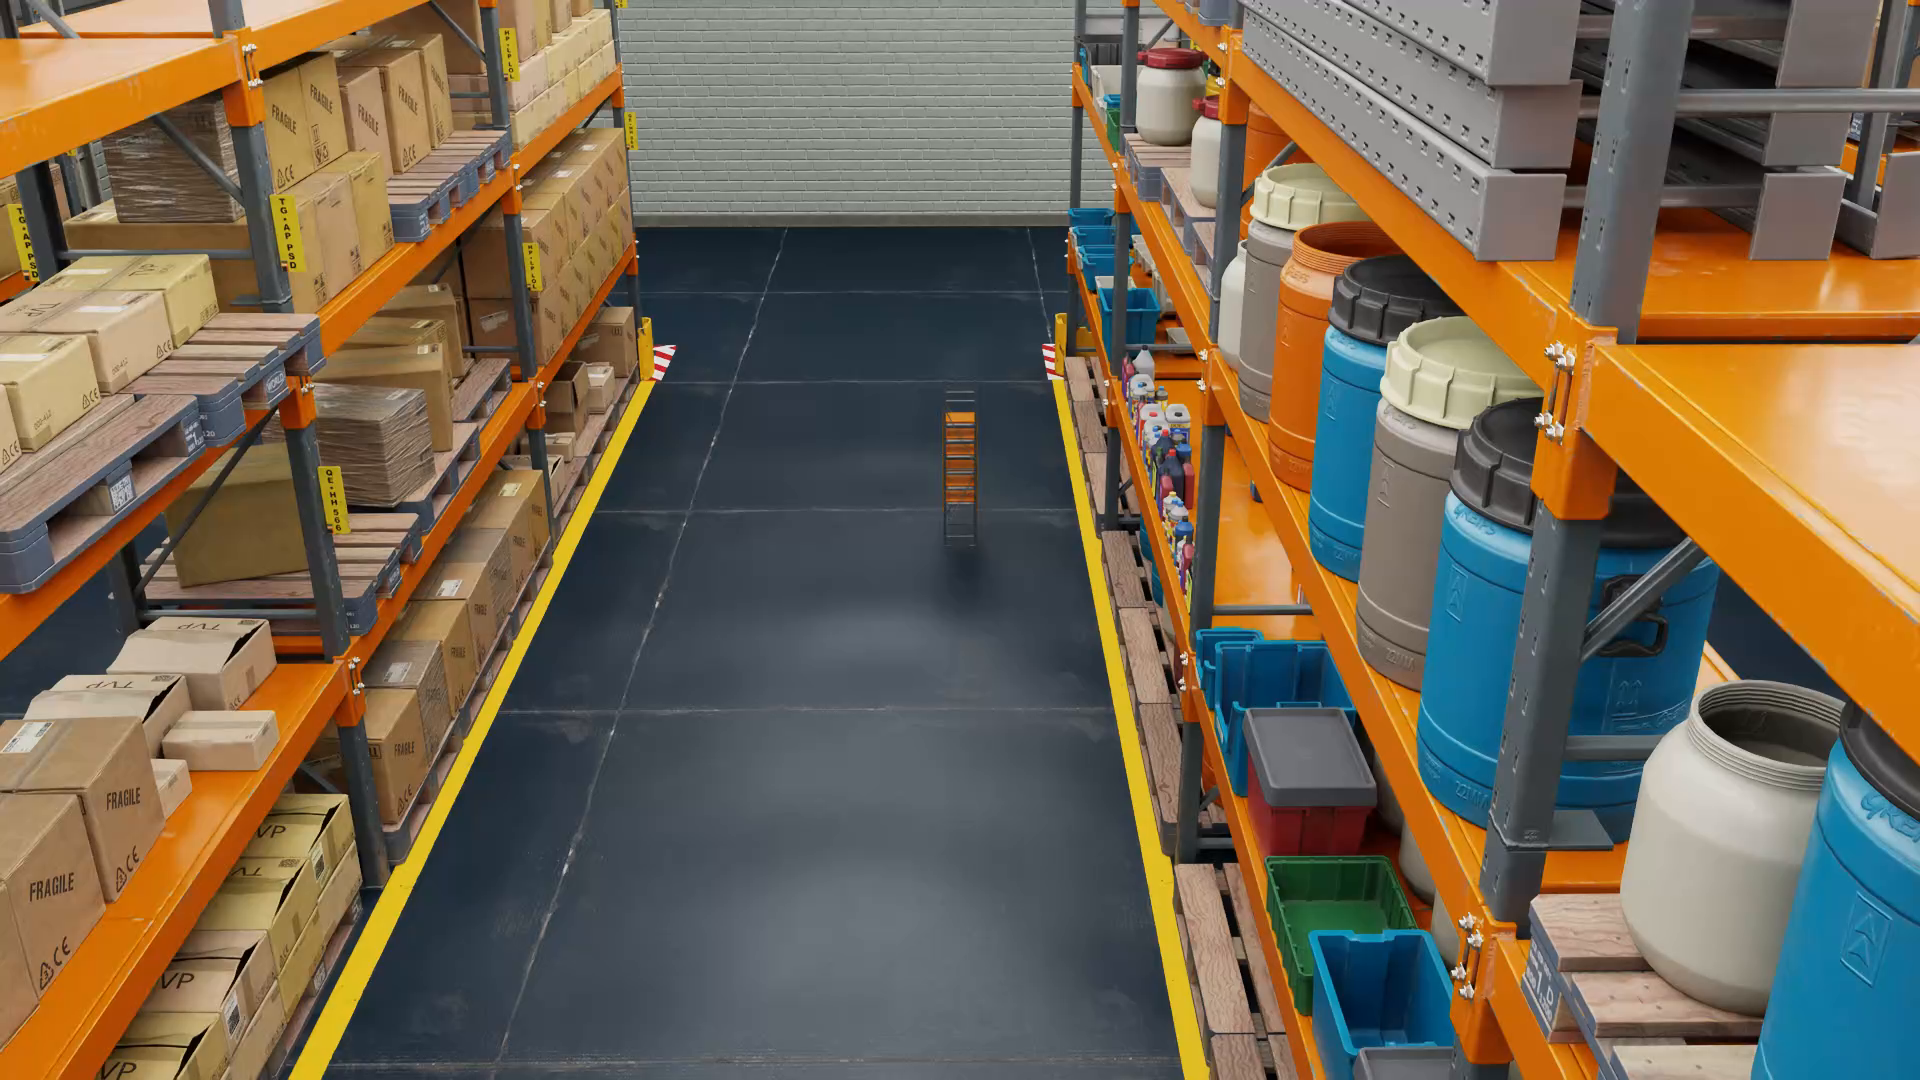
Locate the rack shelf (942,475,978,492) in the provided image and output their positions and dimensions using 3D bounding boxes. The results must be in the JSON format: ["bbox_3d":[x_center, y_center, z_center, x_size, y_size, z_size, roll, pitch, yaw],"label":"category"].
[{"bbox_3d":[0.000,-0.391,11.941,0.258,0.103,0.180,0,24,-1],"label":"rack shelf"}]

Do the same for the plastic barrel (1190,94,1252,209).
[{"bbox_3d":[1.413,-2.017,8.638,0.433,0.535,0.433,0,24,0],"label":"plastic barrel"}]

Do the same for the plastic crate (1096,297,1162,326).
[{"bbox_3d":[1.258,-1.677,12.463,0.437,0.125,0.590,0,24,-1],"label":"plastic crate"}]

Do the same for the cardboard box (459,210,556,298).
[{"bbox_3d":[-3.138,-1.991,11.561,0.500,0.500,0.500,0,24,1],"label":"cardboard box"}]

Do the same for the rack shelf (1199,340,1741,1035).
[{"bbox_3d":[1.604,0.118,5.465,1.077,0.370,4.000,0,24,-1],"label":"rack shelf"}]

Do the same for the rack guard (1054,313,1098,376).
[{"bbox_3d":[1.482,-1.834,15.582,1.175,0.500,0.348,0,24,-1],"label":"rack guard"}]

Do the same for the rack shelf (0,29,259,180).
[{"bbox_3d":[-3.349,-1.045,4.883,1.077,0.370,4.000,0,24,-1],"label":"rack shelf"}]

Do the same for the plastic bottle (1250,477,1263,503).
[{"bbox_3d":[1.738,-0.405,9.449,0.144,0.351,0.185,0,24,-1],"label":"plastic bottle"}]

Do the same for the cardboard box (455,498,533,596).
[{"bbox_3d":[-3.125,0.050,10.883,0.500,0.500,0.500,0,24,0],"label":"cardboard box"}]

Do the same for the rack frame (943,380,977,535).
[{"bbox_3d":[-0.001,-0.578,11.956,0.240,1.200,0.006,0,24,-1],"label":"rack frame"}]

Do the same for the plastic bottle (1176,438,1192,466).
[{"bbox_3d":[1.296,-0.459,9.665,0.097,0.271,0.097,0,24,0],"label":"plastic bottle"}]

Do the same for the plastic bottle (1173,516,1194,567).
[{"bbox_3d":[1.164,0.004,8.641,0.097,0.271,0.097,0,24,0],"label":"plastic bottle"}]

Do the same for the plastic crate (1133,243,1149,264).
[{"bbox_3d":[1.674,-2.416,14.082,0.396,0.136,0.243,0,24,-1],"label":"plastic crate"}]

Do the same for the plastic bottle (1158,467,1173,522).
[{"bbox_3d":[1.139,-0.249,9.186,0.061,0.283,0.133,0,24,-1],"label":"plastic bottle"}]

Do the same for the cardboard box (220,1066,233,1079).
[{"bbox_3d":[-3.101,2.263,6.318,0.500,0.250,0.500,0,24,0],"label":"cardboard box"}]

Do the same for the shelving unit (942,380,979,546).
[{"bbox_3d":[0.000,-0.541,11.873,0.258,1.200,0.189,0,24,-1],"label":"shelving unit"}]

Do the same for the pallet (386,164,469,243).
[{"bbox_3d":[-3.463,-1.879,9.236,1.213,0.211,1.003,0,24,-1],"label":"pallet"}]

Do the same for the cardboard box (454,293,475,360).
[{"bbox_3d":[-3.676,-1.545,11.788,0.500,0.500,0.500,0,24,0],"label":"cardboard box"}]

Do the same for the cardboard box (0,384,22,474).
[{"bbox_3d":[-3.286,-0.276,5.135,0.500,0.250,0.500,-2,24,-5],"label":"cardboard box"}]

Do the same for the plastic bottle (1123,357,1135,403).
[{"bbox_3d":[1.118,-1.054,10.965,0.061,0.283,0.133,0,24,-1],"label":"plastic bottle"}]

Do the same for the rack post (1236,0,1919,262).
[{"bbox_3d":[1.519,-1.654,4.628,1.013,1.000,3.121,0,24,-1],"label":"rack post"}]

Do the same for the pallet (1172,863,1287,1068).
[{"bbox_3d":[1.552,1.923,7.625,1.003,0.211,1.213,0,24,-1],"label":"pallet"}]

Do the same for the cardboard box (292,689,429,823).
[{"bbox_3d":[-3.090,1.103,8.553,0.500,0.500,0.500,1,24,2],"label":"cardboard box"}]

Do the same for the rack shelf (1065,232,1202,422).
[{"bbox_3d":[1.517,-1.811,13.372,1.077,0.370,4.000,0,24,-1],"label":"rack shelf"}]

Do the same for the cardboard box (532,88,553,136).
[{"bbox_3d":[-3.173,-3.000,11.669,0.500,0.250,0.500,0,24,-1],"label":"cardboard box"}]

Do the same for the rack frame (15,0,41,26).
[{"bbox_3d":[-8.411,-5.652,13.711,1.000,3.000,0.127,0,24,-1],"label":"rack frame"}]

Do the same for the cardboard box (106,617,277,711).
[{"bbox_3d":[-3.410,0.545,7.397,0.500,0.311,0.500,1,24,3],"label":"cardboard box"}]

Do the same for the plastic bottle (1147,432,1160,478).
[{"bbox_3d":[1.151,-0.499,9.753,0.097,0.271,0.097,0,24,0],"label":"plastic bottle"}]

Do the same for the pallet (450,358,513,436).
[{"bbox_3d":[-3.515,-0.877,10.666,1.003,0.211,1.213,0,24,-1],"label":"pallet"}]

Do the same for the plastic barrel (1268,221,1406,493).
[{"bbox_3d":[1.382,-0.620,5.704,0.600,0.830,0.708,0,24,-1],"label":"plastic barrel"}]

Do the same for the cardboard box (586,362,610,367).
[{"bbox_3d":[-3.291,-1.462,14.630,0.380,0.166,0.250,0,24,-1],"label":"cardboard box"}]

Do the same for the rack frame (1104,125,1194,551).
[{"bbox_3d":[1.539,-1.315,11.401,1.000,3.000,0.127,0,24,-1],"label":"rack frame"}]

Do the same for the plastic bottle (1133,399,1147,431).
[{"bbox_3d":[1.142,-0.793,10.489,0.097,0.201,0.097,0,24,0],"label":"plastic bottle"}]

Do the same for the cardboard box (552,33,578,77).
[{"bbox_3d":[-3.178,-3.640,12.477,0.500,0.250,0.500,0,24,-1],"label":"cardboard box"}]

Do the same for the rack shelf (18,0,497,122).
[{"bbox_3d":[-3.392,-2.694,8.528,1.077,0.370,4.000,0,24,-1],"label":"rack shelf"}]

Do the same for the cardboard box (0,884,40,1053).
[{"bbox_3d":[-3.325,1.423,5.226,0.500,0.500,0.500,1,24,3],"label":"cardboard box"}]

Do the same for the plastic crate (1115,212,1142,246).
[{"bbox_3d":[1.686,-2.870,14.723,0.616,0.435,0.499,0,24,-1],"label":"plastic crate"}]

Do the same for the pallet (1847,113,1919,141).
[{"bbox_3d":[6.493,-3.001,11.596,1.003,0.211,1.213,0,24,-1],"label":"pallet"}]

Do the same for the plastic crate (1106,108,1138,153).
[{"bbox_3d":[1.232,-2.759,11.210,0.450,0.188,0.662,0,24,-1],"label":"plastic crate"}]

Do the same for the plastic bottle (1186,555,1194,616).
[{"bbox_3d":[1.152,0.222,8.145,0.061,0.283,0.133,0,24,-1],"label":"plastic bottle"}]

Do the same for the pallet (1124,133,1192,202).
[{"bbox_3d":[1.645,-2.273,10.109,1.213,0.211,1.003,0,24,-1],"label":"pallet"}]

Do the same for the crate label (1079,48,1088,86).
[{"bbox_3d":[1.182,-3.881,13.614,0.408,0.251,0.502,0,24,-1],"label":"crate label"}]

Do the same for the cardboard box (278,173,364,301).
[{"bbox_3d":[-3.414,-1.448,7.934,0.910,0.500,0.500,0,24,-1],"label":"cardboard box"}]

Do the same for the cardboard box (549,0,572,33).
[{"bbox_3d":[-3.402,-4.187,12.776,0.700,0.500,0.500,0,24,-1],"label":"cardboard box"}]

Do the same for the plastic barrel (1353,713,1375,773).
[{"bbox_3d":[1.807,0.705,6.799,0.421,0.512,0.421,0,24,0],"label":"plastic barrel"}]

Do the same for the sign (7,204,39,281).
[{"bbox_3d":[-3.913,-1.247,6.983,0.100,0.325,0.005,0,24,-1],"label":"sign"}]

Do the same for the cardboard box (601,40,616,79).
[{"bbox_3d":[-3.189,-4.031,13.947,0.500,0.250,0.500,0,24,-1],"label":"cardboard box"}]

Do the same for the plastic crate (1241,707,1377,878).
[{"bbox_3d":[1.294,0.971,6.268,0.402,0.464,0.583,0,24,-1],"label":"plastic crate"}]

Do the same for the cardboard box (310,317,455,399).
[{"bbox_3d":[-3.562,-1.052,10.188,0.700,0.500,0.500,4,25,8],"label":"cardboard box"}]

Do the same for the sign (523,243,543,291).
[{"bbox_3d":[-2.859,-1.826,11.126,0.100,0.325,0.005,0,24,-1],"label":"sign"}]

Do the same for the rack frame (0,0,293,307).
[{"bbox_3d":[-3.370,-2.380,6.475,1.000,3.000,0.127,0,24,-1],"label":"rack frame"}]

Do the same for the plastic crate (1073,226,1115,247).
[{"bbox_3d":[1.176,-2.540,14.240,0.416,0.233,0.300,0,24,-1],"label":"plastic crate"}]

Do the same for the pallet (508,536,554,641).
[{"bbox_3d":[-3.367,0.311,11.189,1.003,0.211,1.213,0,24,-1],"label":"pallet"}]

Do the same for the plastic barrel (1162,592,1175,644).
[{"bbox_3d":[1.452,0.376,10.171,0.421,0.512,0.421,0,24,0],"label":"plastic barrel"}]

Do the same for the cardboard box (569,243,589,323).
[{"bbox_3d":[-3.159,-1.968,12.724,0.500,0.500,0.500,0,24,-1],"label":"cardboard box"}]

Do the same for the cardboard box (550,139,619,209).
[{"bbox_3d":[-3.172,-3.053,13.910,0.500,0.500,0.500,0,24,1],"label":"cardboard box"}]

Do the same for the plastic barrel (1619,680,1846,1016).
[{"bbox_3d":[1.435,0.551,2.990,0.421,0.512,0.421,0,24,0],"label":"plastic barrel"}]

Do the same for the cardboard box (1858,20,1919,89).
[{"bbox_3d":[6.423,-3.309,11.417,0.700,0.500,0.500,-2,24,-4],"label":"cardboard box"}]
